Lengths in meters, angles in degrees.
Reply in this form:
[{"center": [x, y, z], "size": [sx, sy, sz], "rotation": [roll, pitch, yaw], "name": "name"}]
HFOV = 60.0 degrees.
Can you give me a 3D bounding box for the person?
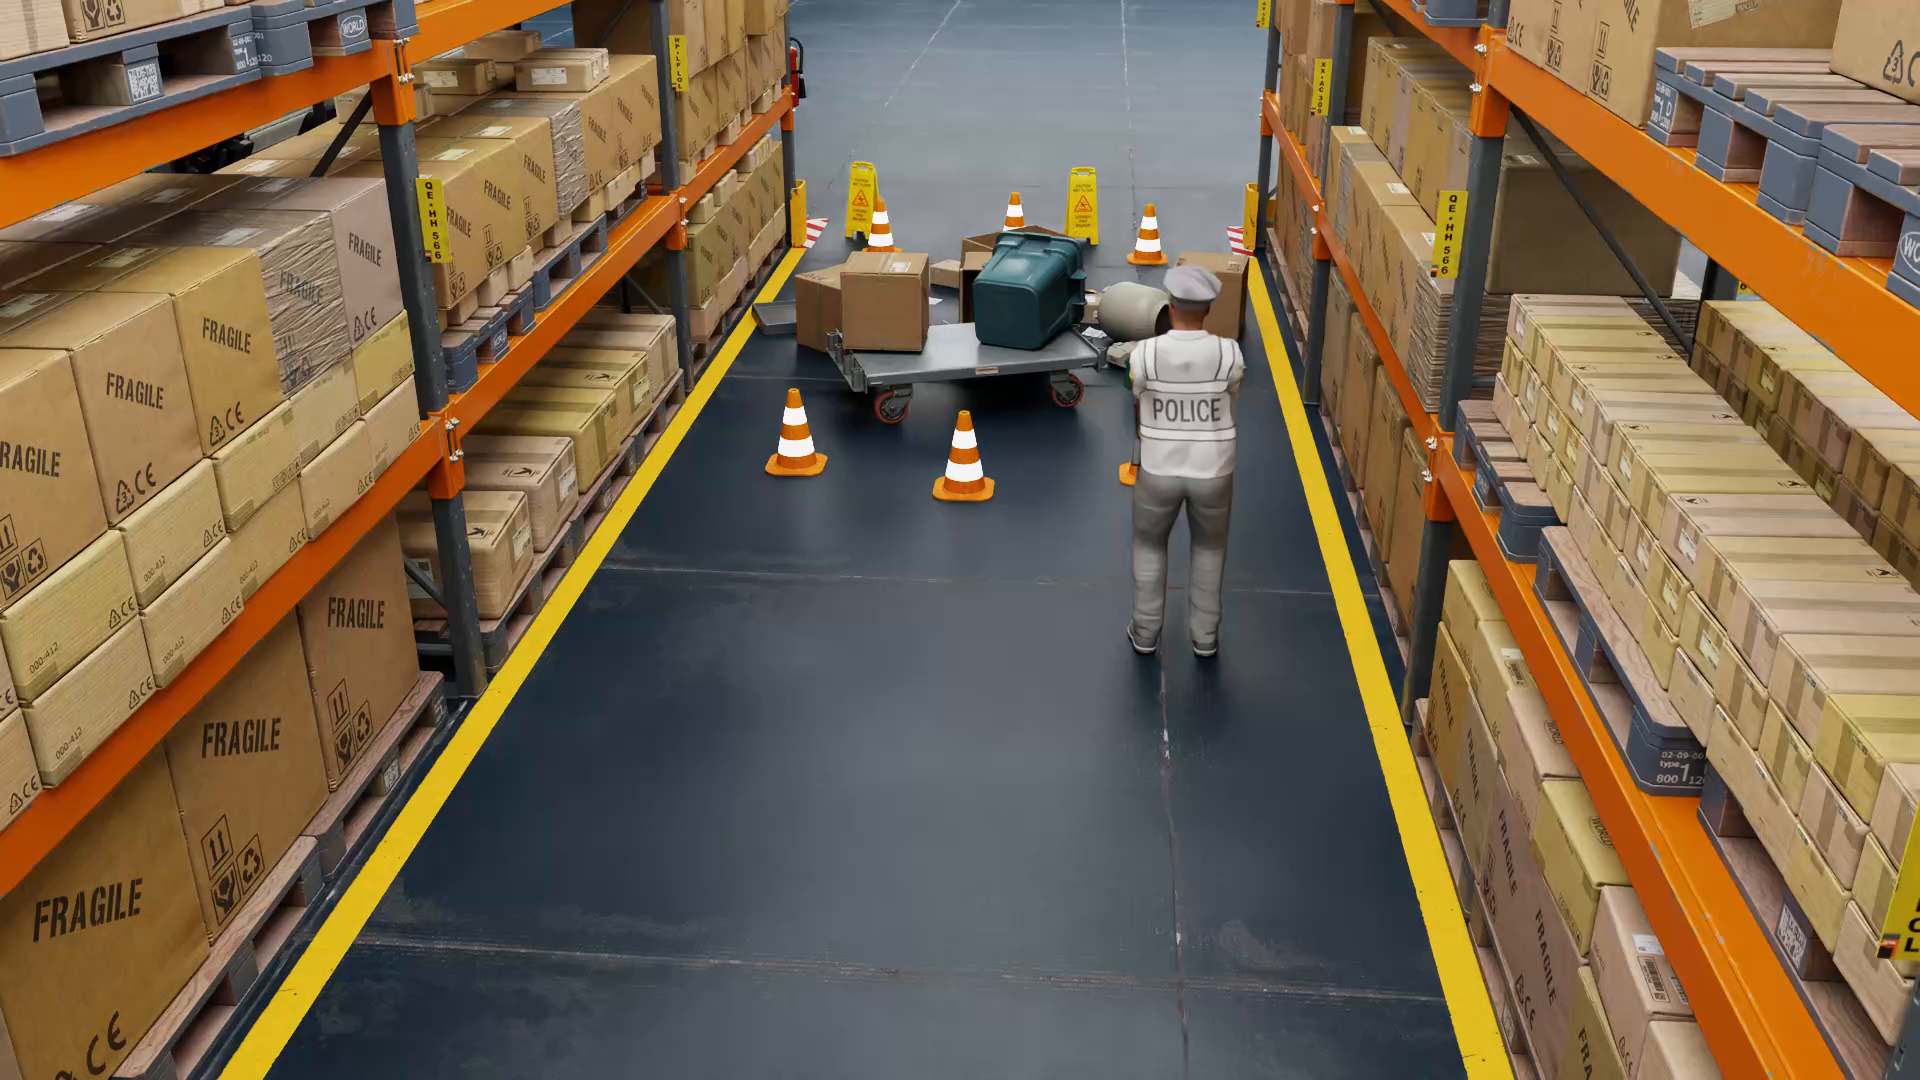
[{"center": [0.974, -0.352, 7.361], "size": [0.490, 1.770, 0.574], "rotation": [2, 24, 3], "name": "person"}]
